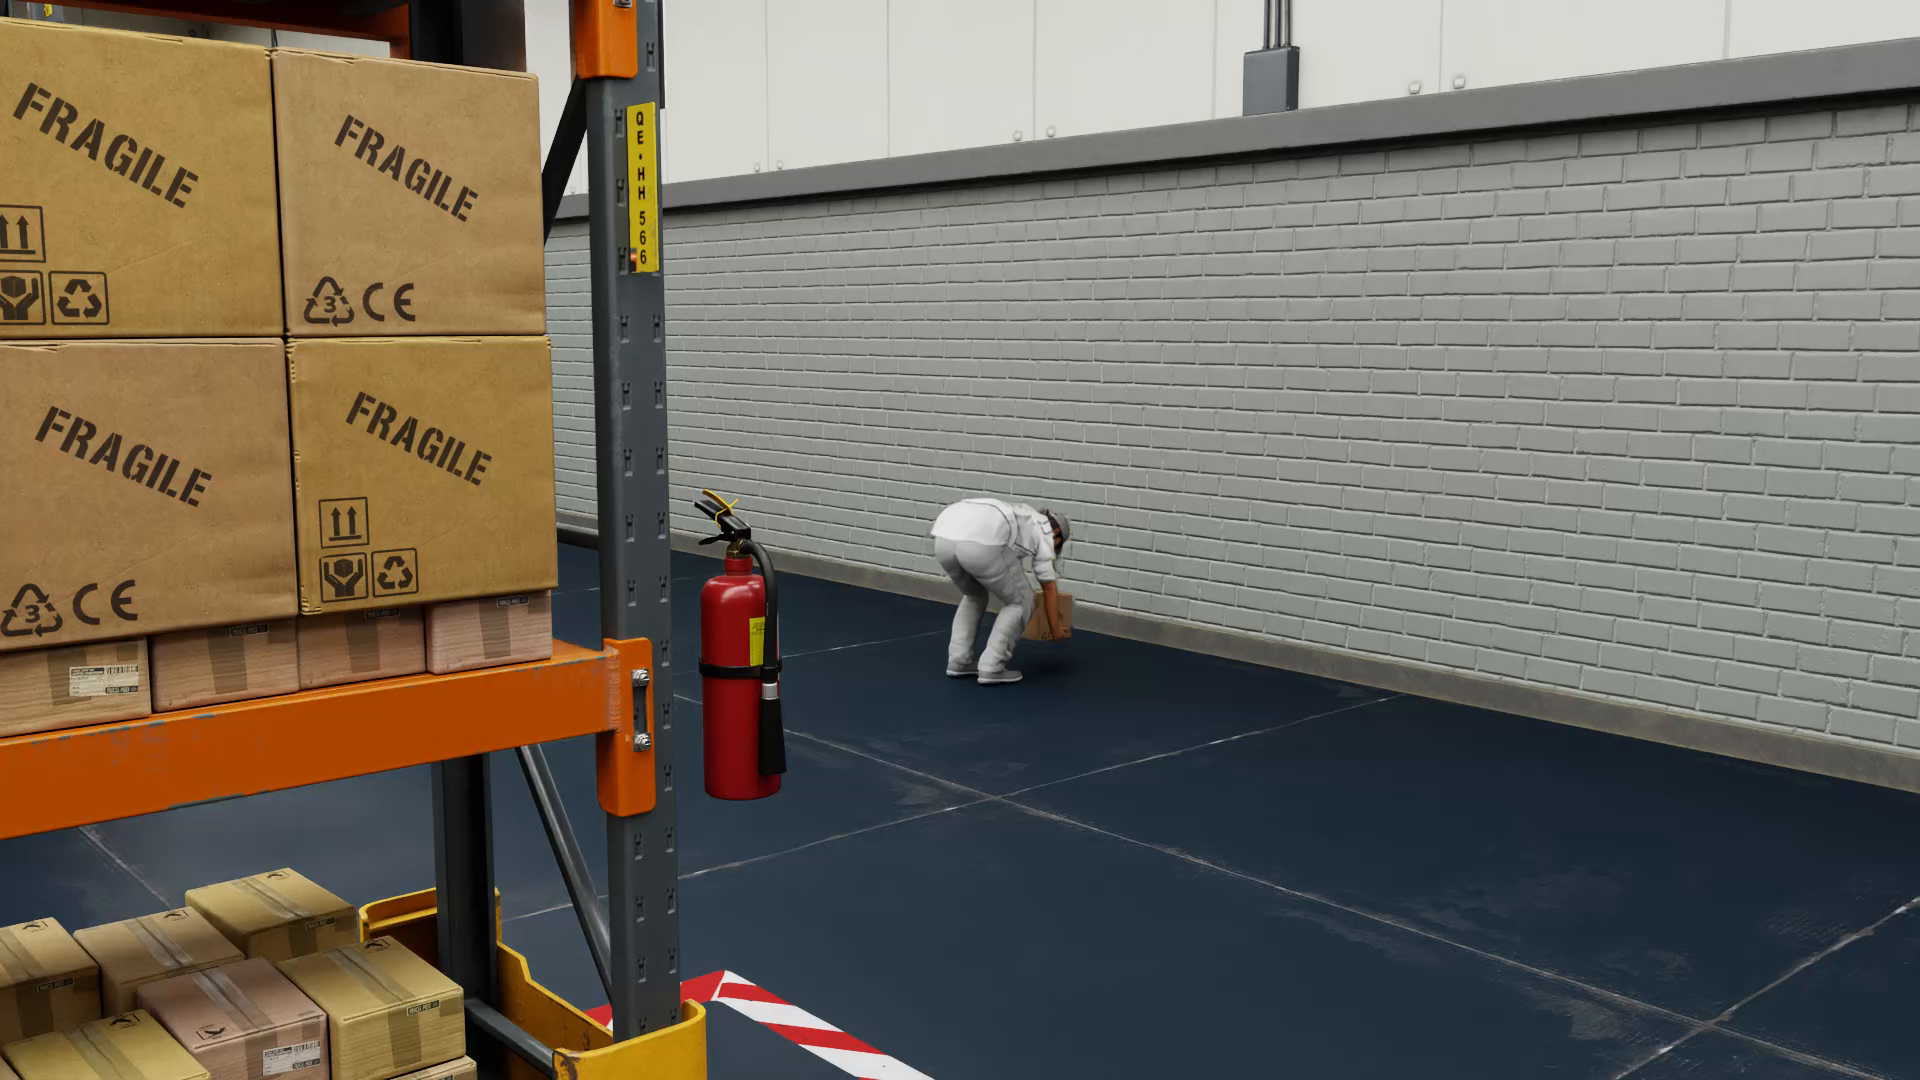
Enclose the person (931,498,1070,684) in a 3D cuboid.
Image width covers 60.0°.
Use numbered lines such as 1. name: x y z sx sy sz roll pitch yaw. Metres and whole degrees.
1. person: 0.272 0.258 9.328 0.950 1.014 0.480 -7 10 -43
